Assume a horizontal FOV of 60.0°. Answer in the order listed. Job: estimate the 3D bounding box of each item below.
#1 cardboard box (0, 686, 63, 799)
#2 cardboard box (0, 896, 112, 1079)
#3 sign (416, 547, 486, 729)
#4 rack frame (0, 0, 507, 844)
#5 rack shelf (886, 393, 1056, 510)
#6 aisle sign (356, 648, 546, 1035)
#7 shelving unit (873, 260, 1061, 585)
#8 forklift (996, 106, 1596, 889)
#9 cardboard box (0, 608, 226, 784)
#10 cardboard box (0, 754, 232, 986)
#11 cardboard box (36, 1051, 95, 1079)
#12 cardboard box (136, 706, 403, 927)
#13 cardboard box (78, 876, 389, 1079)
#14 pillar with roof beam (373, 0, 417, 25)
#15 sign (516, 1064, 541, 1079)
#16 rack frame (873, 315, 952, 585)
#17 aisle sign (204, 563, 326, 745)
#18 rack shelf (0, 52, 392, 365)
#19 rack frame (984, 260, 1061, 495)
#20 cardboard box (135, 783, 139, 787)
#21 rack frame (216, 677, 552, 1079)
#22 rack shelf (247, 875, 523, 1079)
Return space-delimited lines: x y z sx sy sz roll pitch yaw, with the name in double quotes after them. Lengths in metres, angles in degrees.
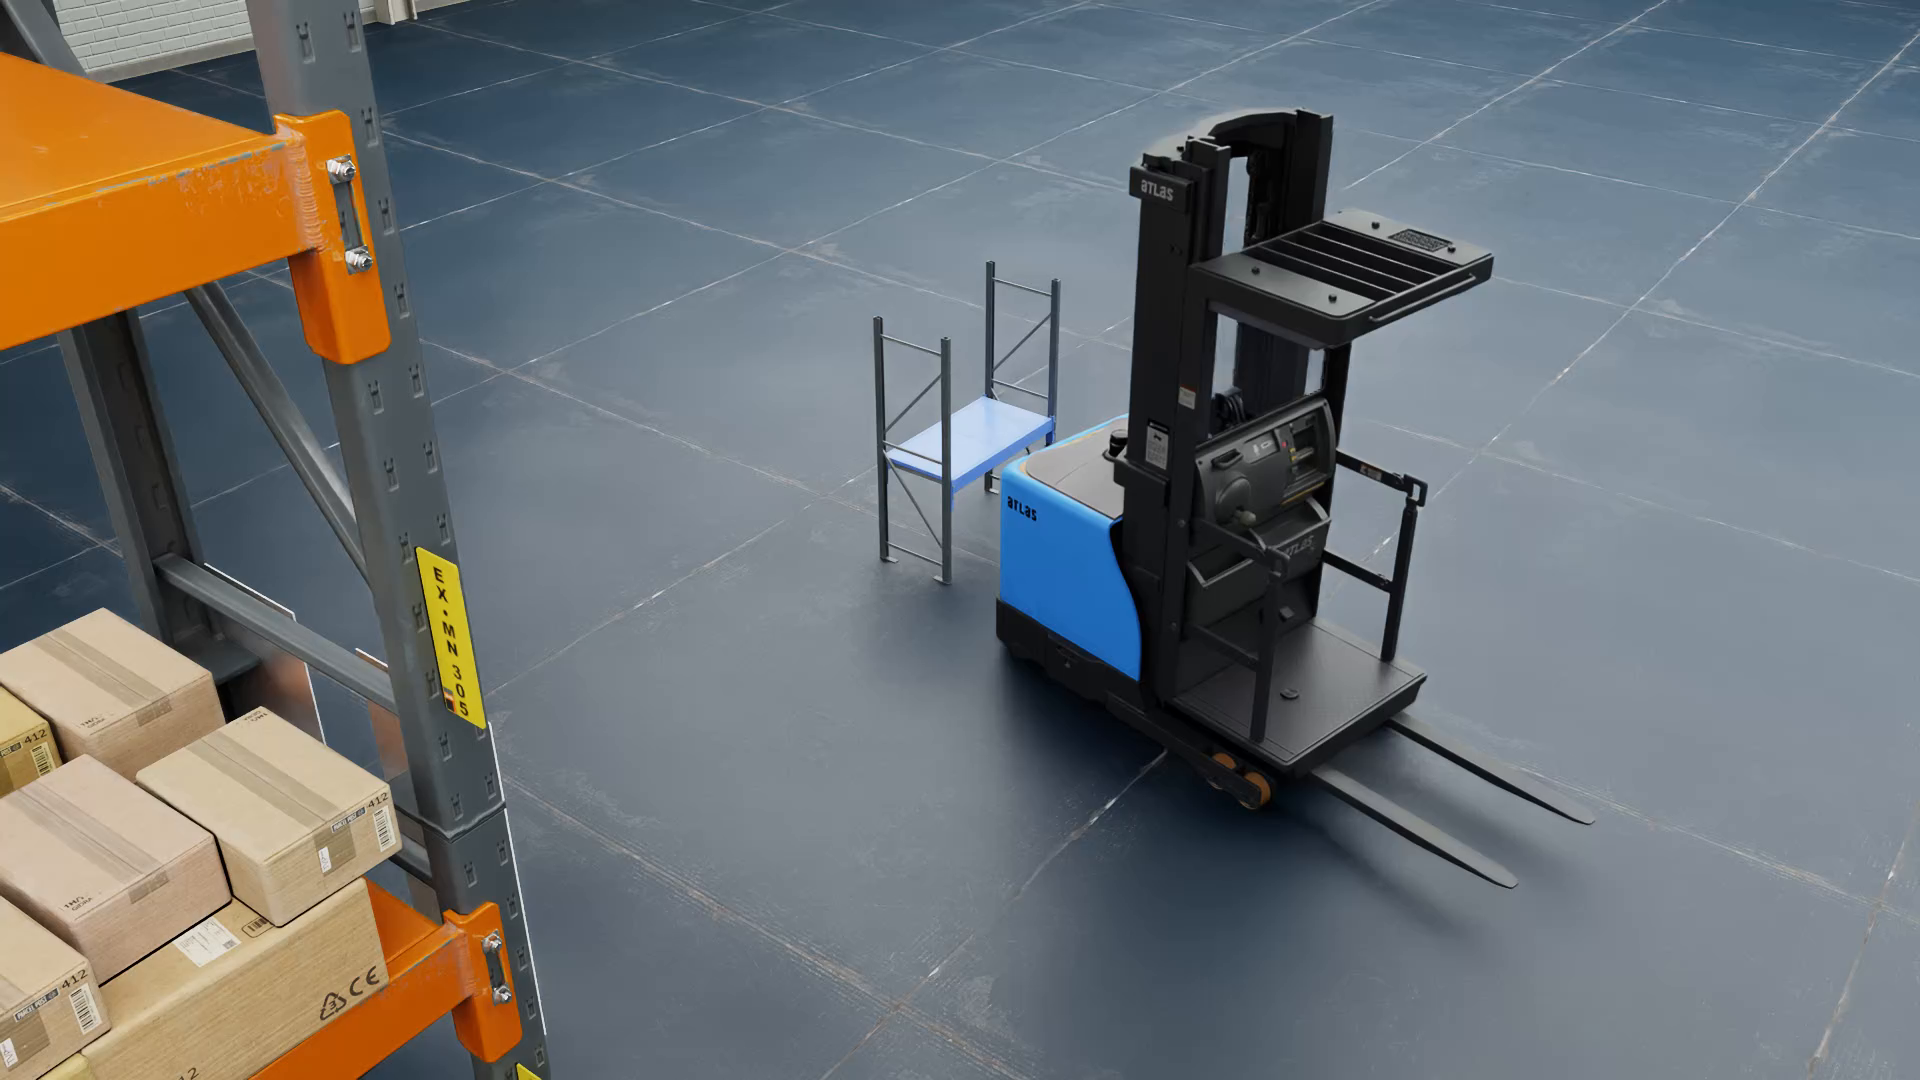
-1.862 0.378 3.041 0.380 0.149 0.250 22 37 32 "cardboard box"
-1.525 0.685 2.523 0.380 0.149 0.250 19 36 29 "cardboard box"
-0.848 0.167 2.773 0.100 0.325 0.005 21 37 31 "sign"
-1.278 -0.922 2.536 1.000 3.000 0.127 21 37 31 "rack frame"
0.051 -0.525 9.575 0.538 0.185 1.000 21 37 31 "rack shelf"
-1.001 0.608 3.289 0.394 0.787 0.004 21 37 31 "aisle sign"
0.051 -0.680 9.483 0.538 1.500 1.048 21 37 31 "shelving unit"
1.542 -0.309 7.453 1.130 2.935 3.031 -24 38 -35 "forklift"
-1.629 0.302 3.169 0.380 0.149 0.250 21 36 31 "cardboard box"
-1.448 0.540 2.767 0.380 0.149 0.250 20 36 30 "cardboard box"
-1.666 0.911 2.532 0.500 0.250 0.500 21 37 32 "cardboard box"
-1.197 0.471 2.885 0.380 0.149 0.250 21 37 31 "cardboard box"
-1.367 0.707 2.876 0.500 0.250 0.500 22 37 32 "cardboard box"
-3.601 -9.045 16.243 9.100 9.000 0.400 21 37 31 "pillar with roof beam"
-0.848 1.204 3.388 0.100 0.325 0.005 21 37 31 "sign"
-0.255 -0.473 9.135 0.500 1.500 0.032 21 37 31 "rack frame"
-1.480 0.423 3.601 0.394 0.787 0.004 21 37 31 "aisle sign"
-2.485 0.202 1.349 1.077 0.370 4.000 21 37 31 "rack shelf"
0.358 -0.887 9.832 0.500 1.500 0.032 21 37 31 "rack frame"
-1.775 0.549 3.143 0.500 0.250 0.500 22 37 33 "cardboard box"
-1.278 1.659 4.066 1.000 3.000 0.127 21 37 31 "rack frame"
-2.485 1.491 2.112 1.077 0.370 4.000 21 37 31 "rack shelf"
